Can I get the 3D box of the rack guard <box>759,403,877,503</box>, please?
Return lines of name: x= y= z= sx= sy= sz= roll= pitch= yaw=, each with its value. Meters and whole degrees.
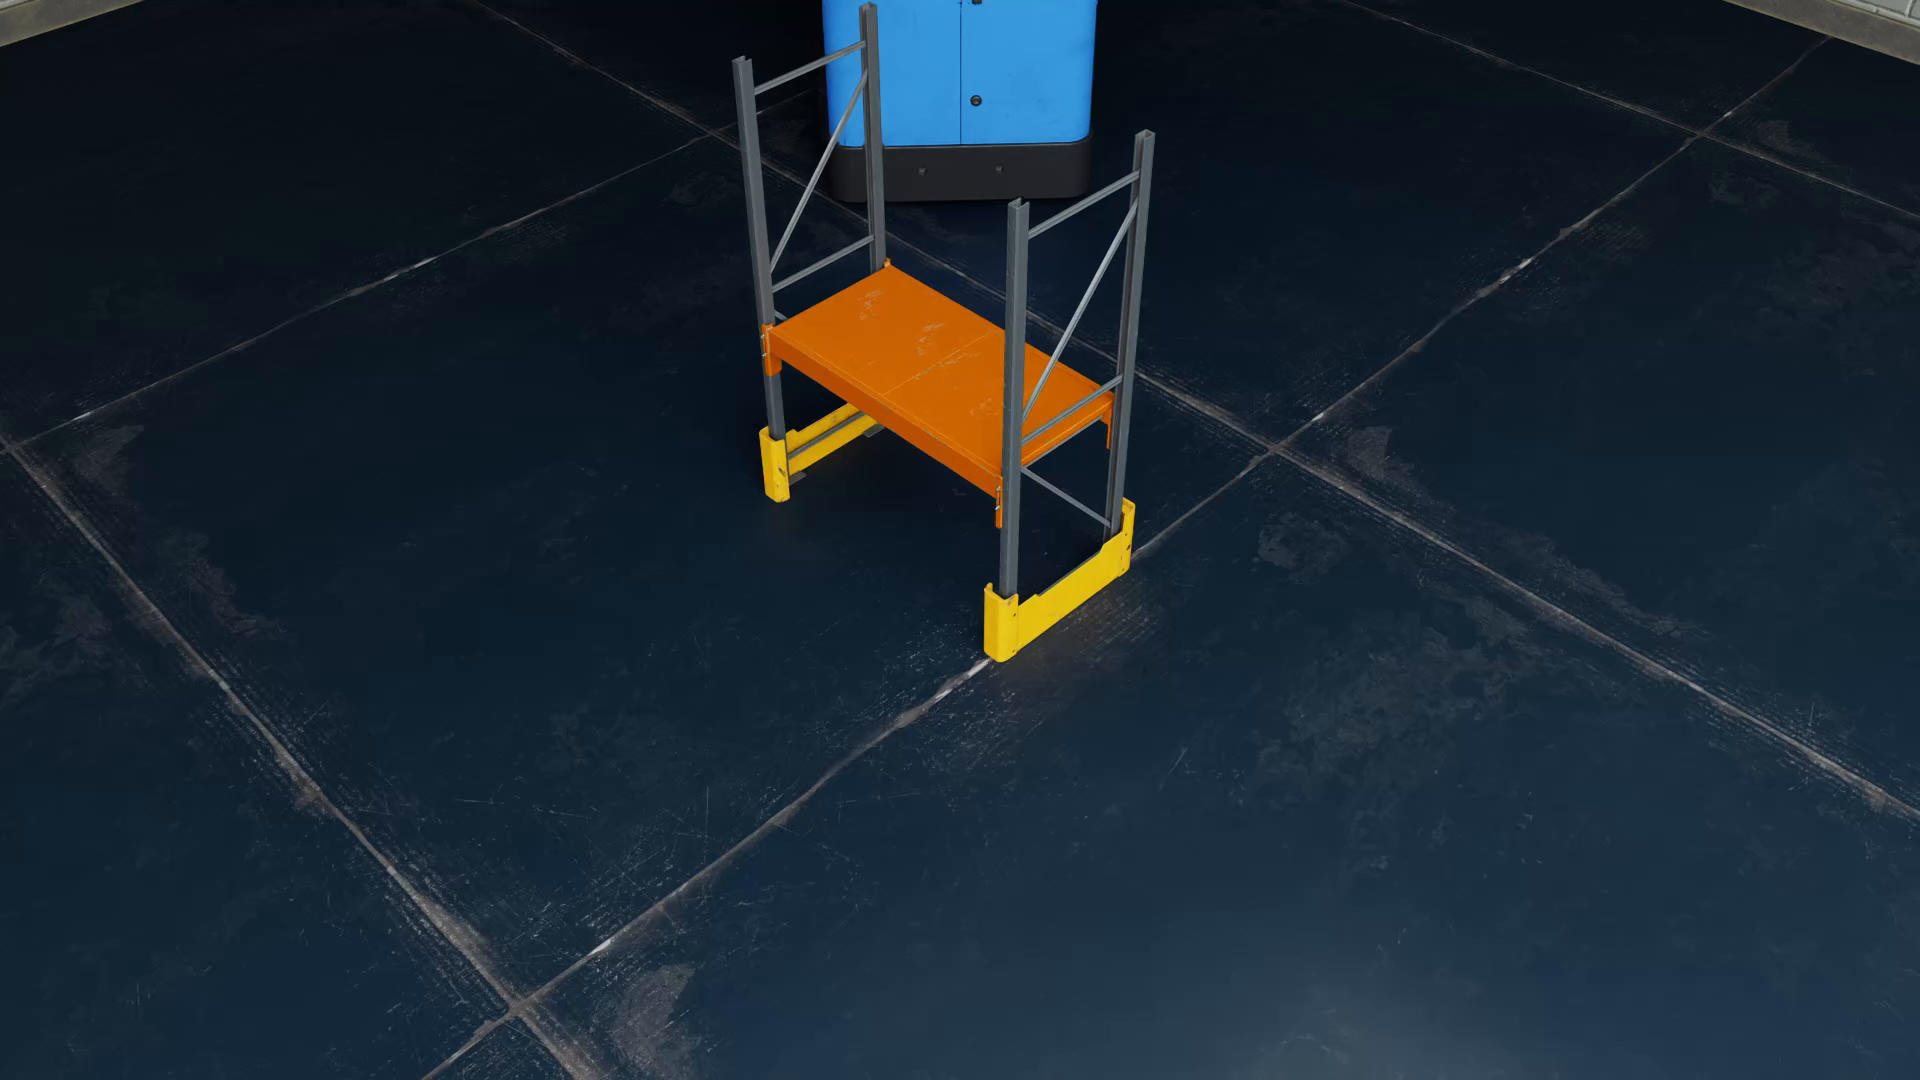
rack guard: x=-0.406 y=-0.368 z=5.464 sx=0.587 sy=0.250 sz=0.087 roll=-34 pitch=53 yaw=-31

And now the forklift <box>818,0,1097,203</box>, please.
forklift: x=-0.058 y=-3.399 z=6.768 sx=1.130 sy=2.935 sz=3.031 roll=-2 pitch=43 yaw=-2

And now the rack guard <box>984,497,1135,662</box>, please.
rack guard: x=0.298 y=0.111 z=4.946 sx=0.587 sy=0.250 sz=0.087 roll=-34 pitch=53 yaw=-31

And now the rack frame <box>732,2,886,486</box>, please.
rack frame: x=-0.419 y=-0.836 z=5.050 sx=0.500 sy=1.500 sz=0.032 roll=-34 pitch=53 yaw=-31

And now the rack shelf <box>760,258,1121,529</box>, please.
rack shelf: x=-0.060 y=-0.460 z=4.907 sx=0.538 sy=0.185 sz=1.000 roll=-34 pitch=53 yaw=-31

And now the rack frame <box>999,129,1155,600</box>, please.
rack frame: x=0.299 y=-0.348 z=4.521 sx=0.500 sy=1.500 sz=0.032 roll=-34 pitch=53 yaw=-31

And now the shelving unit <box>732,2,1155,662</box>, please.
shelving unit: x=-0.054 y=-0.587 z=4.781 sx=0.587 sy=1.500 sz=1.083 roll=-34 pitch=53 yaw=-31
